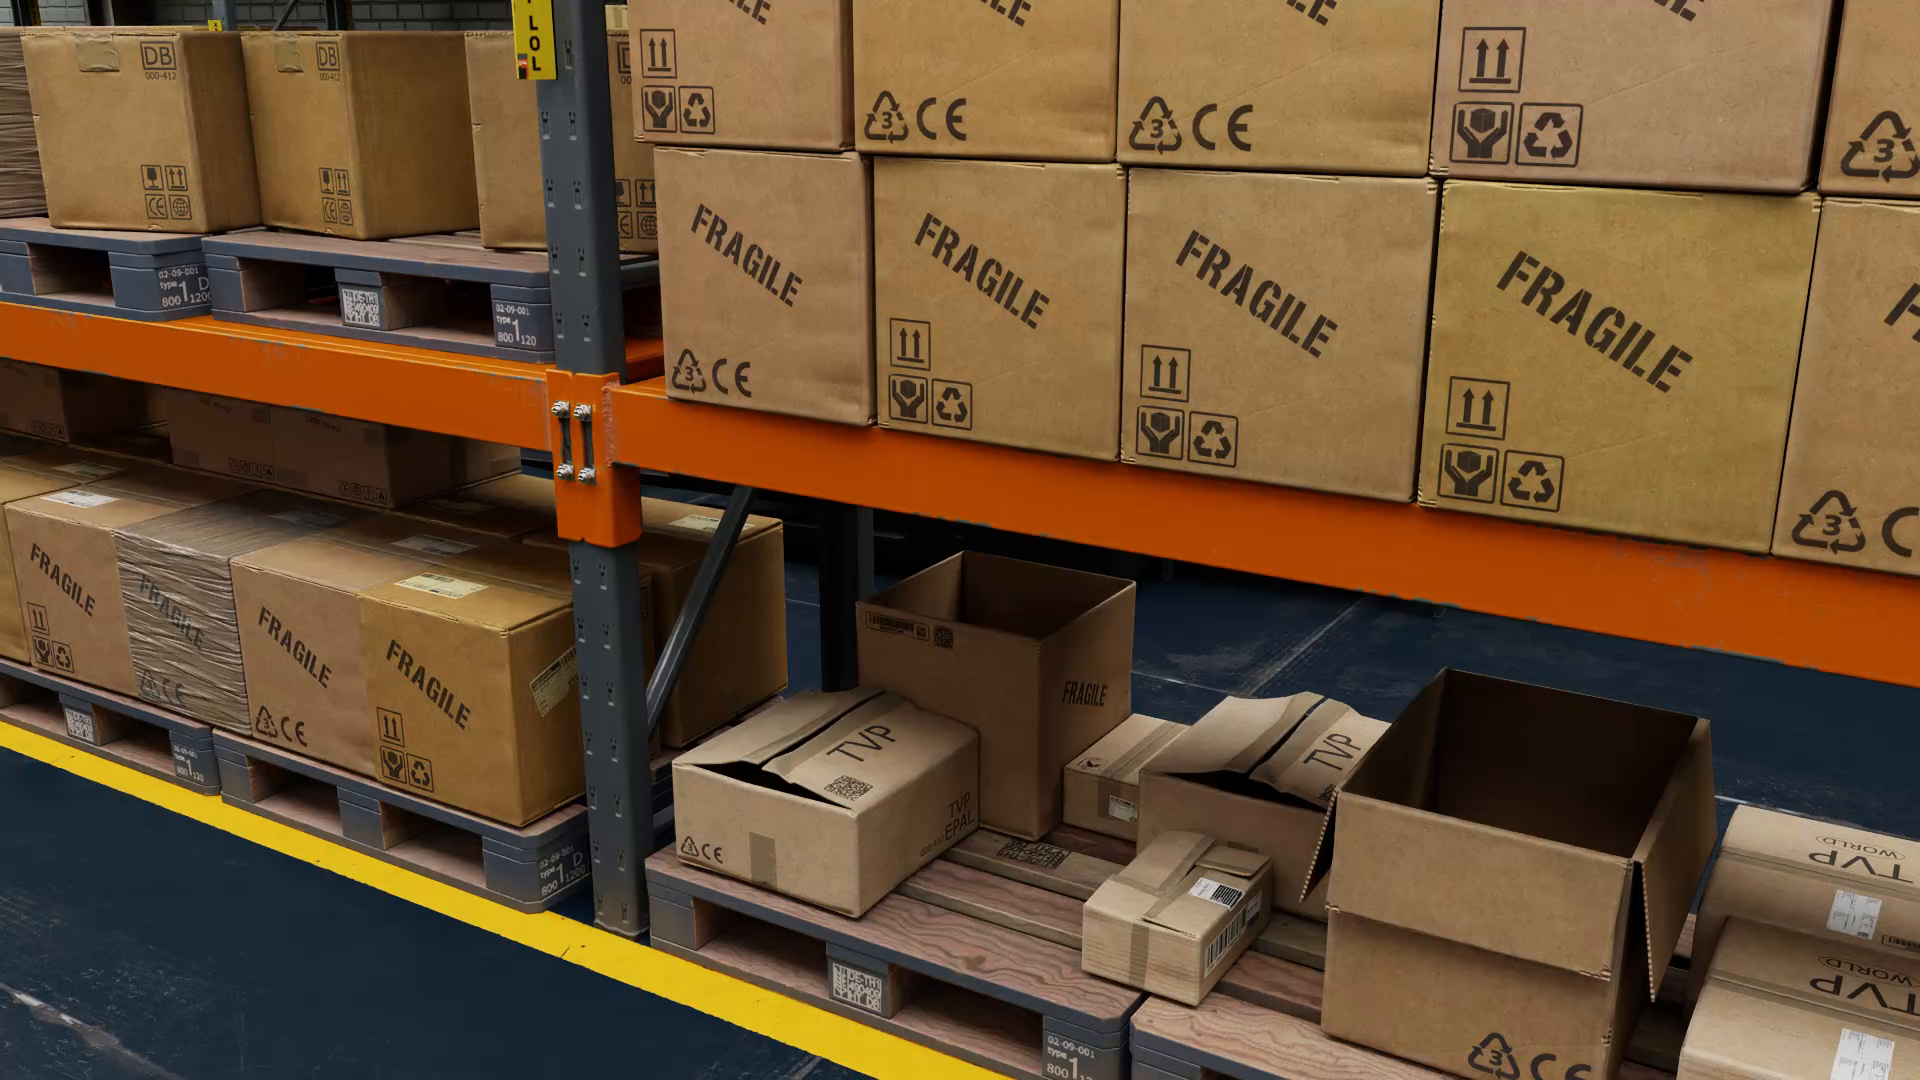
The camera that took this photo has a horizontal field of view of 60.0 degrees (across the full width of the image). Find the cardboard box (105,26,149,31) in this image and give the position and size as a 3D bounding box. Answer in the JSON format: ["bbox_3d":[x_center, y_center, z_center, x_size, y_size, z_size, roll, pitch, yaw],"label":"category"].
[{"bbox_3d":[-5.762,-3.453,12.021,0.500,0.500,0.500,10,20,30],"label":"cardboard box"}]

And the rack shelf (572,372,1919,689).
[{"bbox_3d":[1.163,0.006,2.938,4.000,0.370,1.077,10,20,30],"label":"rack shelf"}]

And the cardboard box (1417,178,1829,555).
[{"bbox_3d":[1.047,-0.314,2.583,0.500,0.500,0.500,10,19,29],"label":"cardboard box"}]

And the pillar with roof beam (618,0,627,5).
[{"bbox_3d":[-4.269,-4.694,6.853,0.400,9.000,9.100,10,20,30],"label":"pillar with roof beam"}]

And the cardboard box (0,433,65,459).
[{"bbox_3d":[-3.263,-0.047,5.418,0.500,0.500,0.500,9,19,28],"label":"cardboard box"}]

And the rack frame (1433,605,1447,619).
[{"bbox_3d":[1.814,-0.324,6.013,0.032,1.125,0.500,7,18,23],"label":"rack frame"}]

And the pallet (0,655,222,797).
[{"bbox_3d":[-2.298,0.392,5.226,1.213,0.211,1.003,10,20,30],"label":"pallet"}]

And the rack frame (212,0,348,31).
[{"bbox_3d":[-4.769,-3.087,11.881,0.127,3.000,1.000,10,20,30],"label":"rack frame"}]

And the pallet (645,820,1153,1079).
[{"bbox_3d":[0.043,0.797,3.895,1.213,0.211,1.003,10,20,30],"label":"pallet"}]

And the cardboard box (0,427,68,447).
[{"bbox_3d":[-3.030,-0.181,5.860,0.500,0.500,0.500,11,20,32],"label":"cardboard box"}]

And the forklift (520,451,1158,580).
[{"bbox_3d":[-0.572,-1.477,6.700,3.031,2.935,1.130,7,18,23],"label":"forklift"}]

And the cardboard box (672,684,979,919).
[{"bbox_3d":[-0.297,0.551,3.775,0.500,0.311,0.500,10,20,30],"label":"cardboard box"}]

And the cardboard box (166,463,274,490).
[{"bbox_3d":[-2.139,-0.024,5.343,0.500,0.500,0.500,9,19,28],"label":"cardboard box"}]

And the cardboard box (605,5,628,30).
[{"bbox_3d":[-1.952,-3.137,10.003,0.250,0.149,0.380,7,18,21],"label":"cardboard box"}]

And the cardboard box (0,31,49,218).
[{"bbox_3d":[-2.675,-1.245,4.925,0.500,0.500,0.700,15,22,40],"label":"cardboard box"}]

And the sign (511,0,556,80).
[{"bbox_3d":[-0.829,-1.058,3.212,0.005,0.325,0.100,10,20,30],"label":"sign"}]

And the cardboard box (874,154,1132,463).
[{"bbox_3d":[0.188,-0.468,3.089,0.500,0.500,0.500,11,20,31],"label":"cardboard box"}]

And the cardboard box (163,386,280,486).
[{"bbox_3d":[-2.106,-0.378,5.217,0.500,0.250,0.500,10,19,29],"label":"cardboard box"}]

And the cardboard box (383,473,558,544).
[{"bbox_3d":[-1.287,0.131,4.833,0.500,0.500,0.500,10,20,31],"label":"cardboard box"}]

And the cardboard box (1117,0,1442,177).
[{"bbox_3d":[0.590,-0.870,2.694,0.500,0.500,0.500,9,19,28],"label":"cardboard box"}]

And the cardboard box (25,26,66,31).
[{"bbox_3d":[-6.629,-3.611,12.542,0.500,0.500,0.500,11,20,32],"label":"cardboard box"}]

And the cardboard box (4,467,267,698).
[{"bbox_3d":[-2.390,0.109,4.906,0.500,0.500,0.500,9,19,28],"label":"cardboard box"}]

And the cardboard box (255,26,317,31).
[{"bbox_3d":[-5.060,-3.506,12.197,0.500,0.500,0.500,10,19,29],"label":"cardboard box"}]

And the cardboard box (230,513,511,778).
[{"bbox_3d":[-1.529,0.262,4.402,0.500,0.500,0.500,10,20,30],"label":"cardboard box"}]

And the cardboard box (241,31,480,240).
[{"bbox_3d":[-1.447,-1.107,4.471,0.500,0.500,0.700,14,22,39],"label":"cardboard box"}]

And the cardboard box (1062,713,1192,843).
[{"bbox_3d":[0.443,0.570,3.992,0.250,0.149,0.380,10,20,30],"label":"cardboard box"}]

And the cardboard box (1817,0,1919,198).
[{"bbox_3d":[1.469,-0.714,2.178,0.500,0.500,0.500,11,20,32],"label":"cardboard box"}]

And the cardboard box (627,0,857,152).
[{"bbox_3d":[-0.287,-1.027,3.209,0.500,0.500,0.500,11,20,31],"label":"cardboard box"}]

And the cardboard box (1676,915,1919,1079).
[{"bbox_3d":[1.481,0.898,2.739,0.500,0.250,0.500,10,20,30],"label":"cardboard box"}]

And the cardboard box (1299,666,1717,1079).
[{"bbox_3d":[1.062,0.626,3.197,0.637,0.503,0.797,10,20,30],"label":"cardboard box"}]

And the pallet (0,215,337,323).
[{"bbox_3d":[-2.290,-0.864,4.895,1.213,0.211,1.003,10,20,30],"label":"pallet"}]

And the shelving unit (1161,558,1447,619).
[{"bbox_3d":[1.351,-0.385,6.213,1.048,1.125,0.538,7,18,23],"label":"shelving unit"}]

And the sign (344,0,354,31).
[{"bbox_3d":[-4.482,-3.779,12.167,0.005,0.325,0.100,10,20,30],"label":"sign"}]
